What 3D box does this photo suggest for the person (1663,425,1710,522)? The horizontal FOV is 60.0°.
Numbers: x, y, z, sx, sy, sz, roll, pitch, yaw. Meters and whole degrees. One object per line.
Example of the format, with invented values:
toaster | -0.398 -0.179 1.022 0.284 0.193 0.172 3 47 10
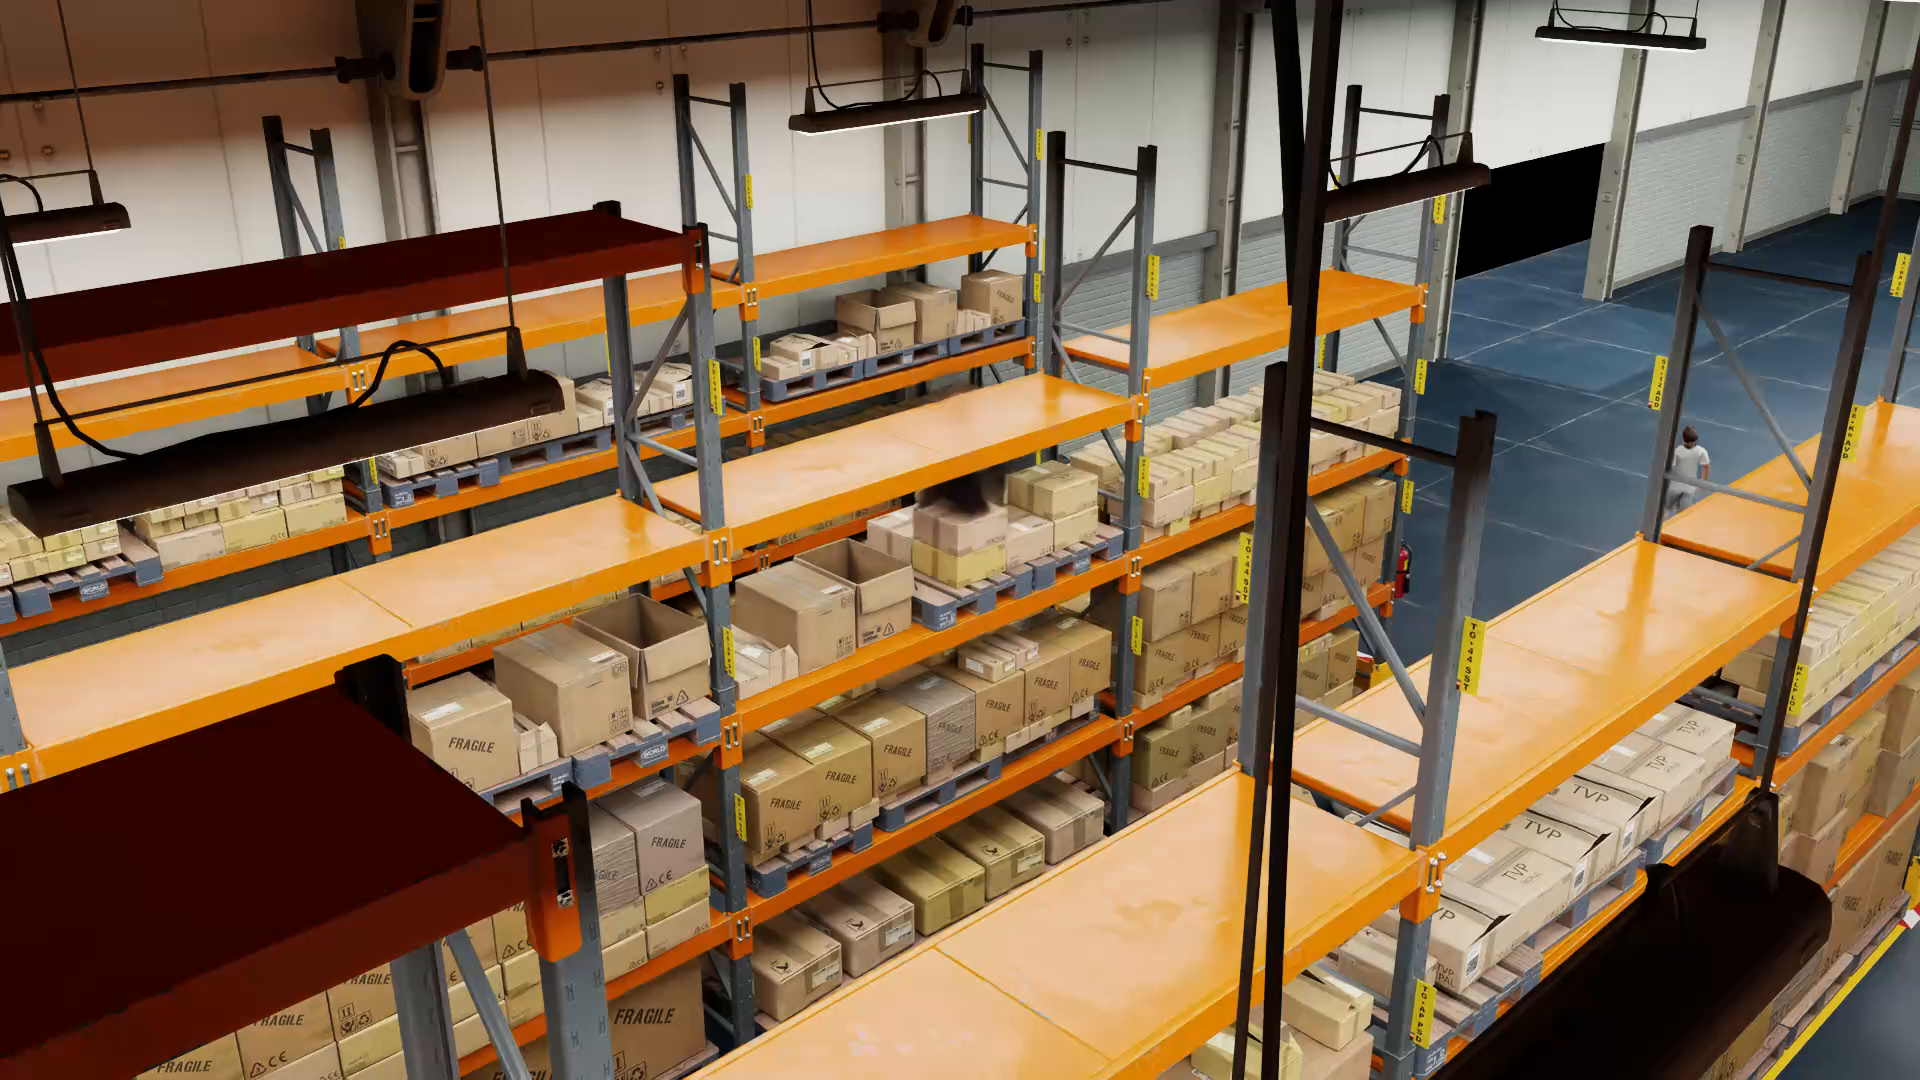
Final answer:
person | 8.793 -0.624 20.270 0.565 1.600 0.620 3 23 6
